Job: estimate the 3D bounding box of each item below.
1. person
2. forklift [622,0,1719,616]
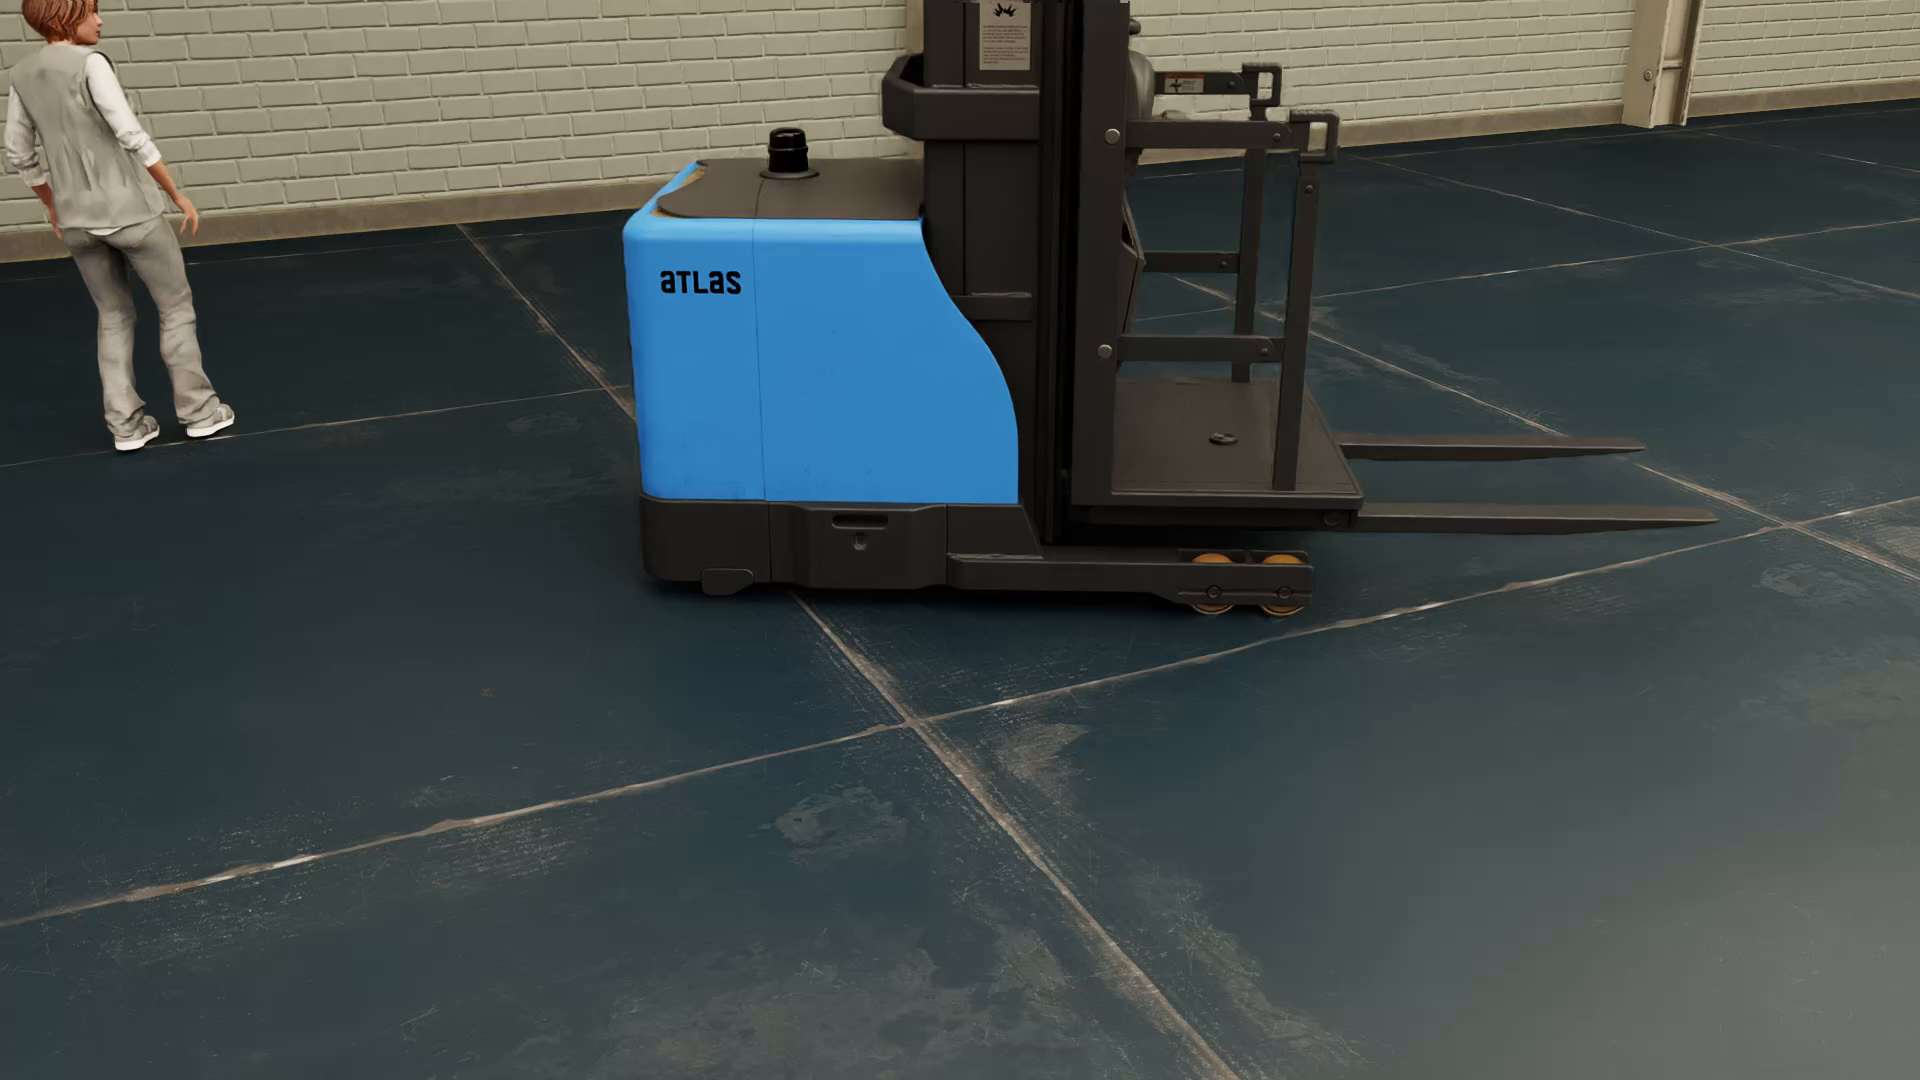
[{"bbox_3d":[-2.880,-1.107,5.707,0.610,1.589,0.455,3,23,8],"label":"person"},{"bbox_3d":[0.629,-1.352,4.541,3.031,2.935,1.130,1,23,2],"label":"forklift"}]
